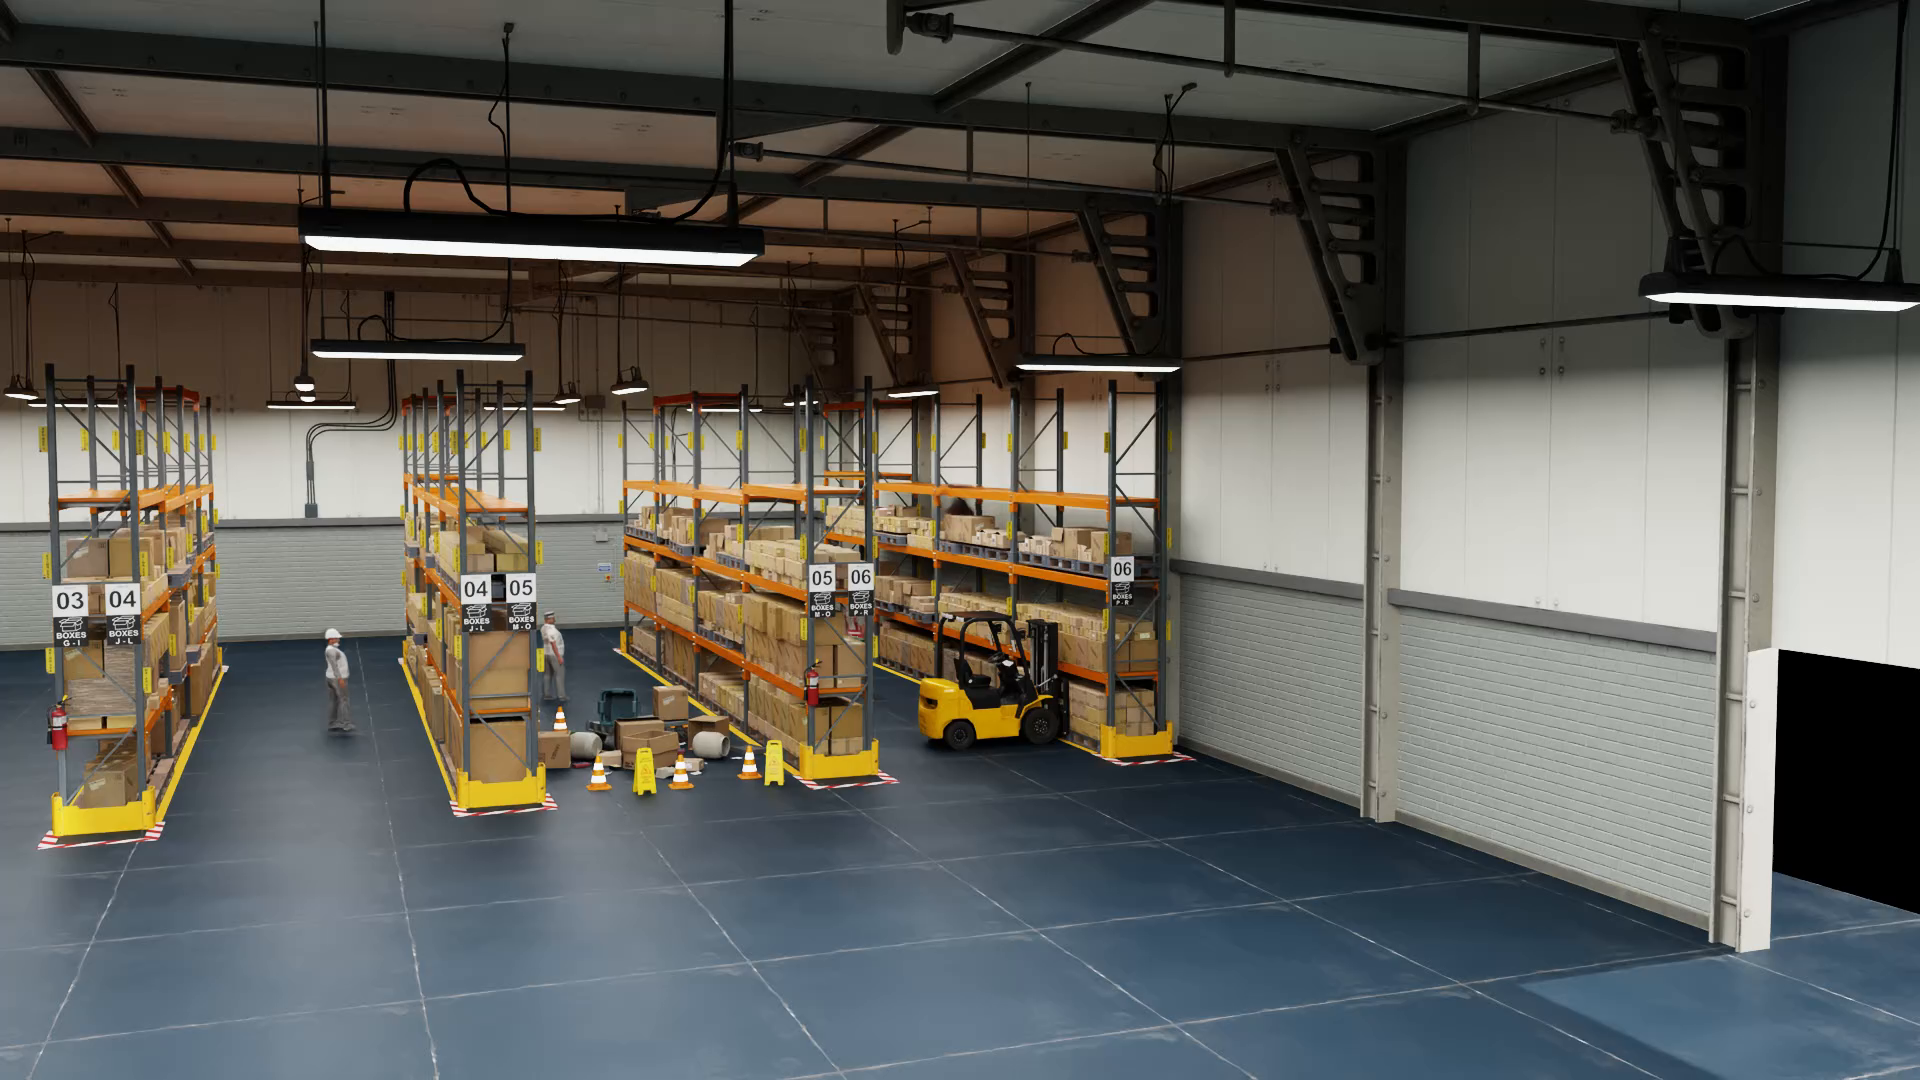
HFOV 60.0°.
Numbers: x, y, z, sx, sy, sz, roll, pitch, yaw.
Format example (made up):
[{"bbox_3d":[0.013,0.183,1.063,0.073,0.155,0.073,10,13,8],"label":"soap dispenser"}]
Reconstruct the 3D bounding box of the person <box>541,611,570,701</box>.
[{"bbox_3d":[-7.859,2.244,32.199,0.605,1.752,0.483,3,4,40],"label":"person"}]

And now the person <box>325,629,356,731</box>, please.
[{"bbox_3d":[-10.800,2.422,28.931,0.484,1.761,0.607,-3,4,-38],"label":"person"}]

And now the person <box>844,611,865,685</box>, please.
[{"bbox_3d":[-2.016,2.009,33.144,0.621,1.783,0.482,2,4,34],"label":"person"}]
